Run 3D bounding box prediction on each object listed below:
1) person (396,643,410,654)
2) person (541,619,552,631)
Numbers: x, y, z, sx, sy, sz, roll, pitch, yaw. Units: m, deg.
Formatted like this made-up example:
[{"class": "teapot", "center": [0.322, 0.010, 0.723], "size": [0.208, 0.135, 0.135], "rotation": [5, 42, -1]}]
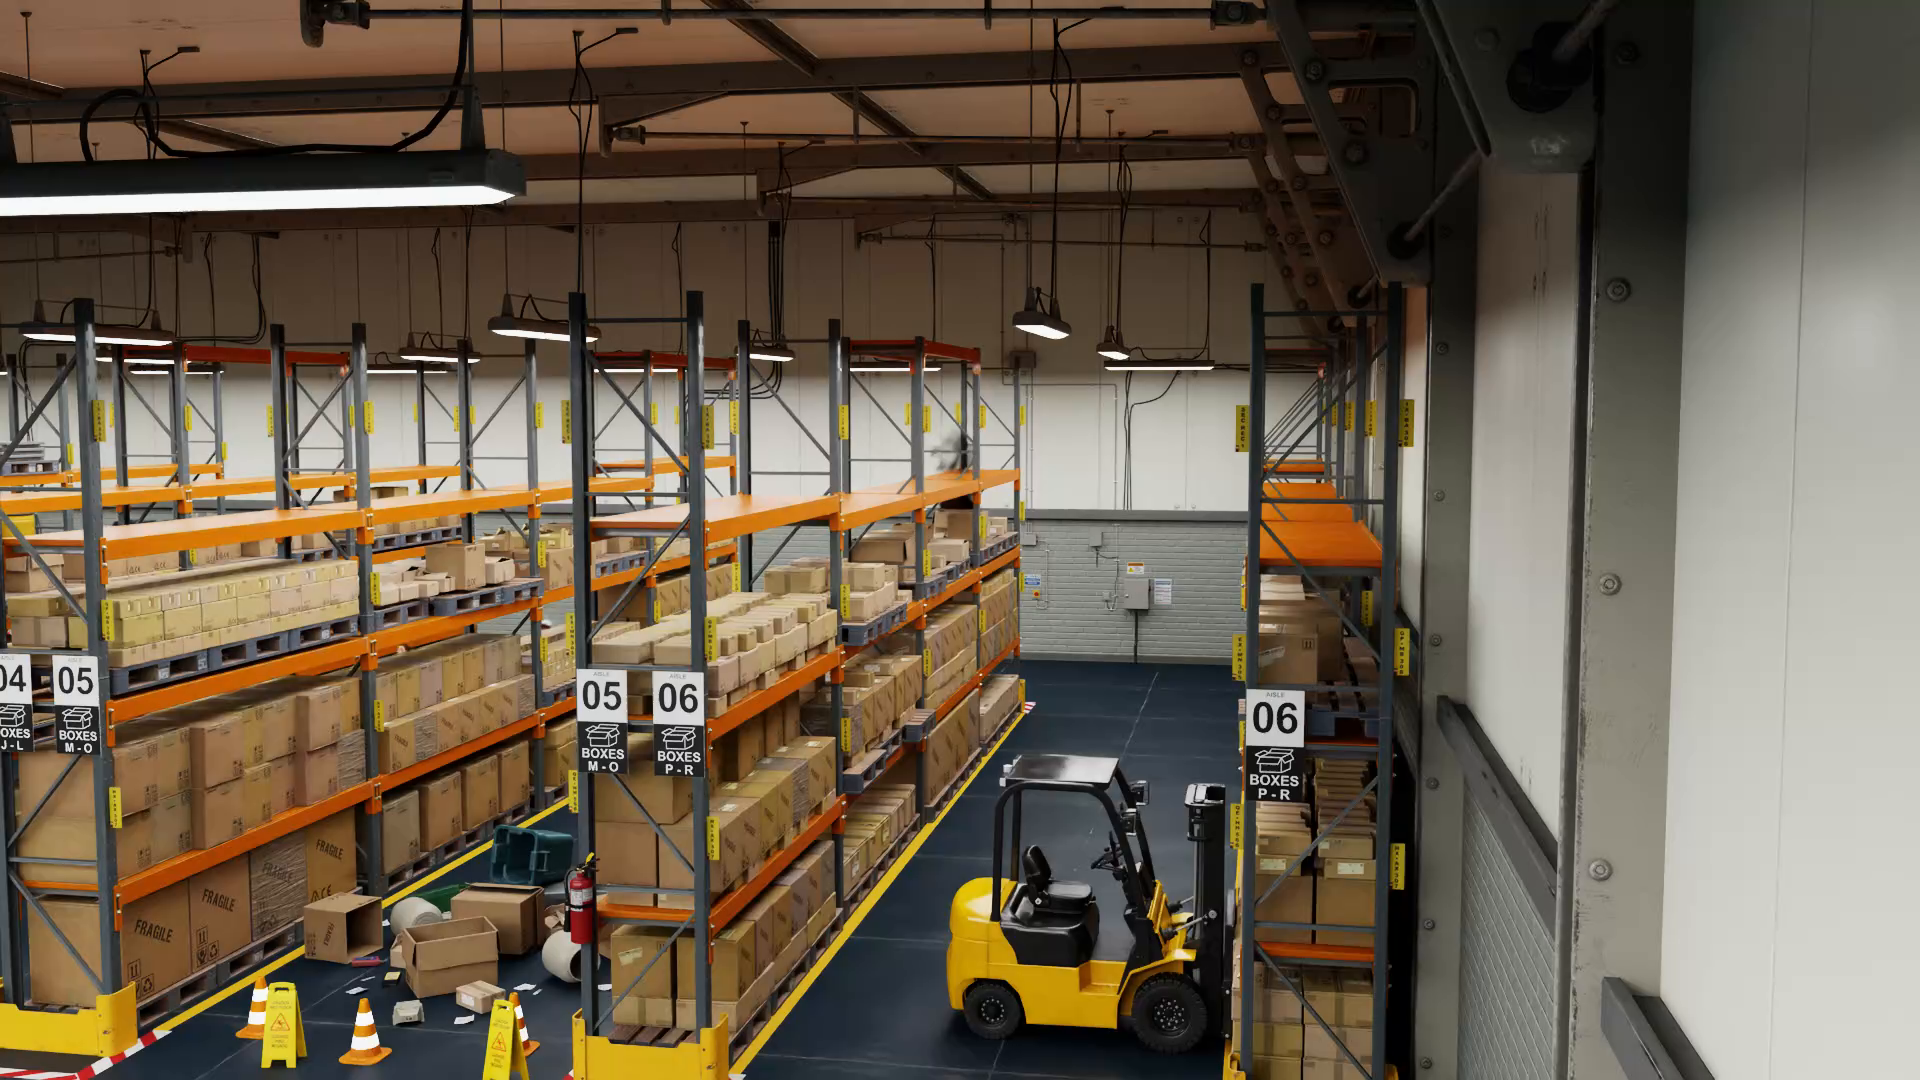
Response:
[{"class": "person", "center": [-8.352, 2.344, 24.805], "size": [0.570, 1.629, 0.531], "rotation": [1, 5, 7]}, {"class": "person", "center": [-6.556, 2.129, 26.574], "size": [0.679, 1.752, 0.854], "rotation": [1, 5, 16]}]
